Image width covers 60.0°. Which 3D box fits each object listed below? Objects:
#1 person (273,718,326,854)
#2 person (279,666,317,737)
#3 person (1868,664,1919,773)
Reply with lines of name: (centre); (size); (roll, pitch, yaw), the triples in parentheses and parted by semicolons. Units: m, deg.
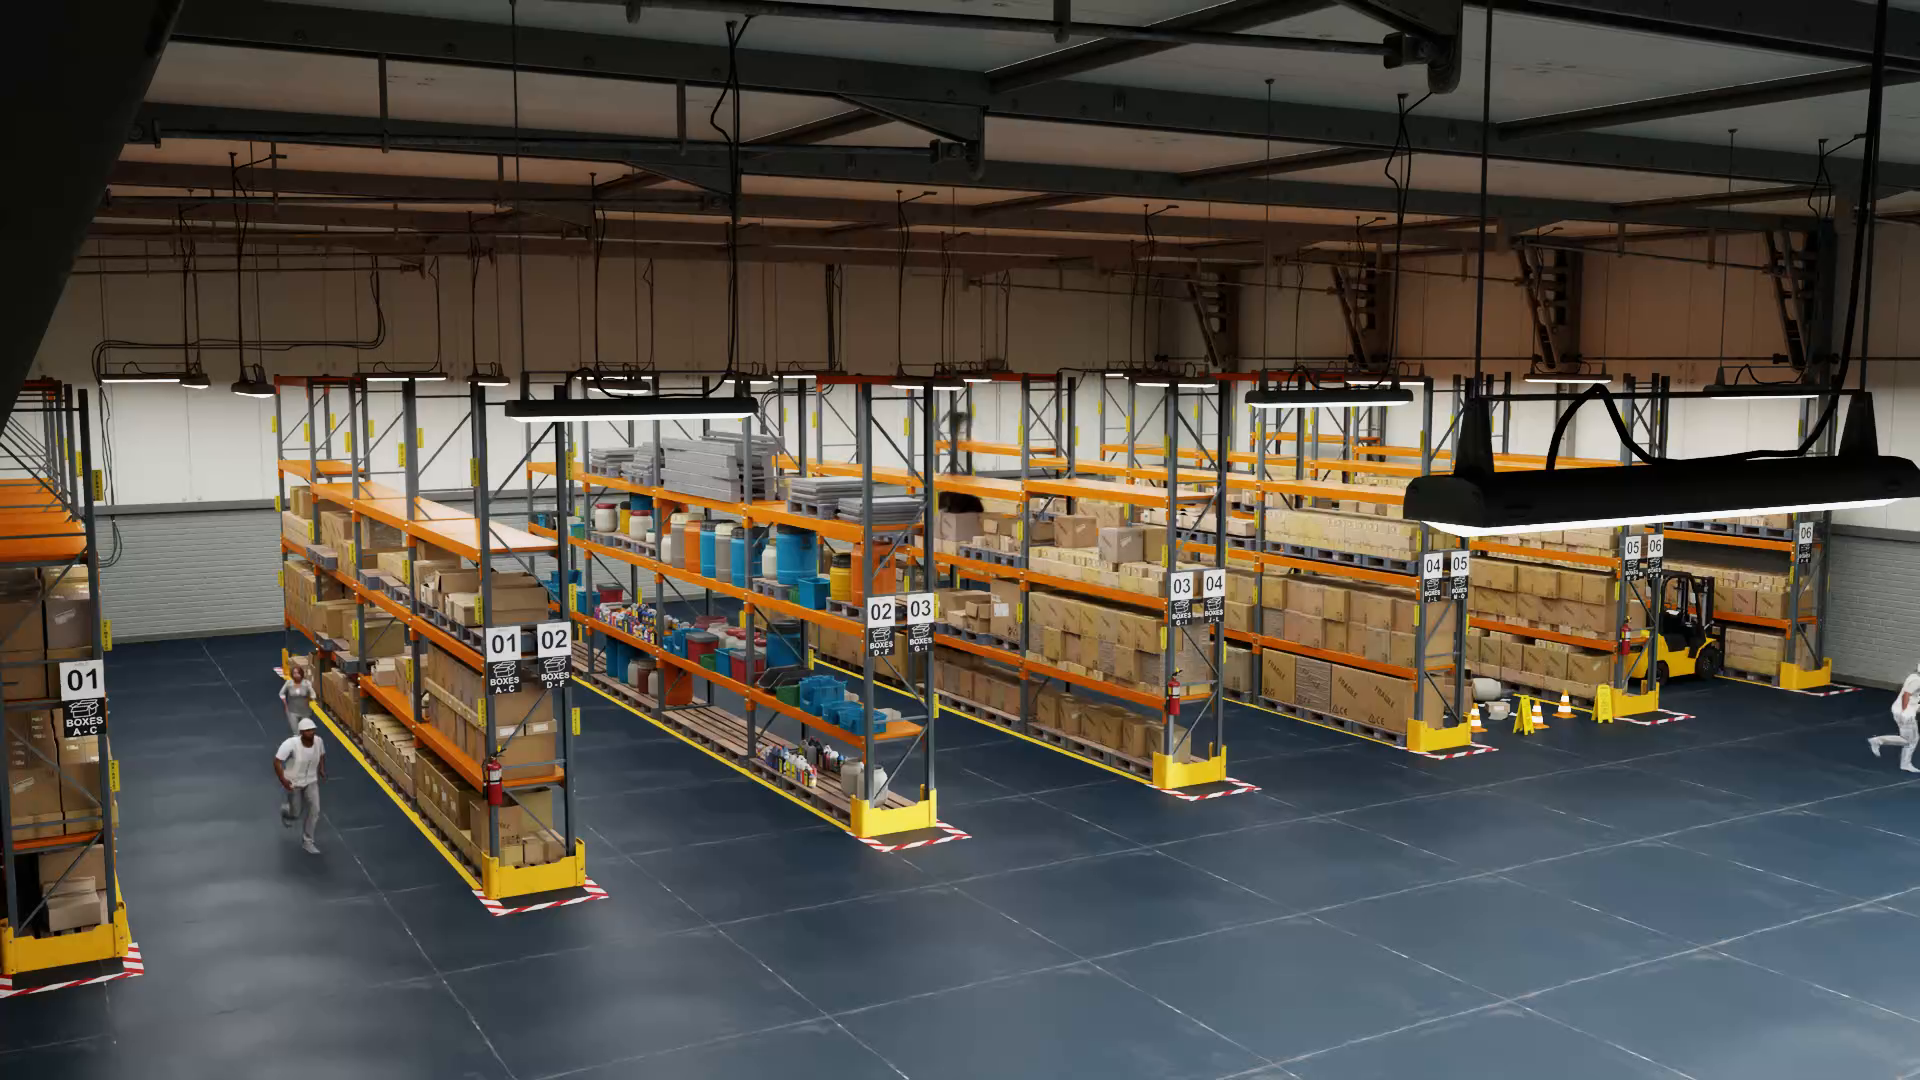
person: (-8.543, 3.146, 21.530); (0.903, 1.745, 0.708); (6, 9, 43)
person: (-10.198, 2.745, 25.684); (0.507, 1.635, 0.697); (-4, 7, -30)
person: (14.499, 2.706, 25.600); (0.876, 1.715, 0.681); (2, 7, 21)
